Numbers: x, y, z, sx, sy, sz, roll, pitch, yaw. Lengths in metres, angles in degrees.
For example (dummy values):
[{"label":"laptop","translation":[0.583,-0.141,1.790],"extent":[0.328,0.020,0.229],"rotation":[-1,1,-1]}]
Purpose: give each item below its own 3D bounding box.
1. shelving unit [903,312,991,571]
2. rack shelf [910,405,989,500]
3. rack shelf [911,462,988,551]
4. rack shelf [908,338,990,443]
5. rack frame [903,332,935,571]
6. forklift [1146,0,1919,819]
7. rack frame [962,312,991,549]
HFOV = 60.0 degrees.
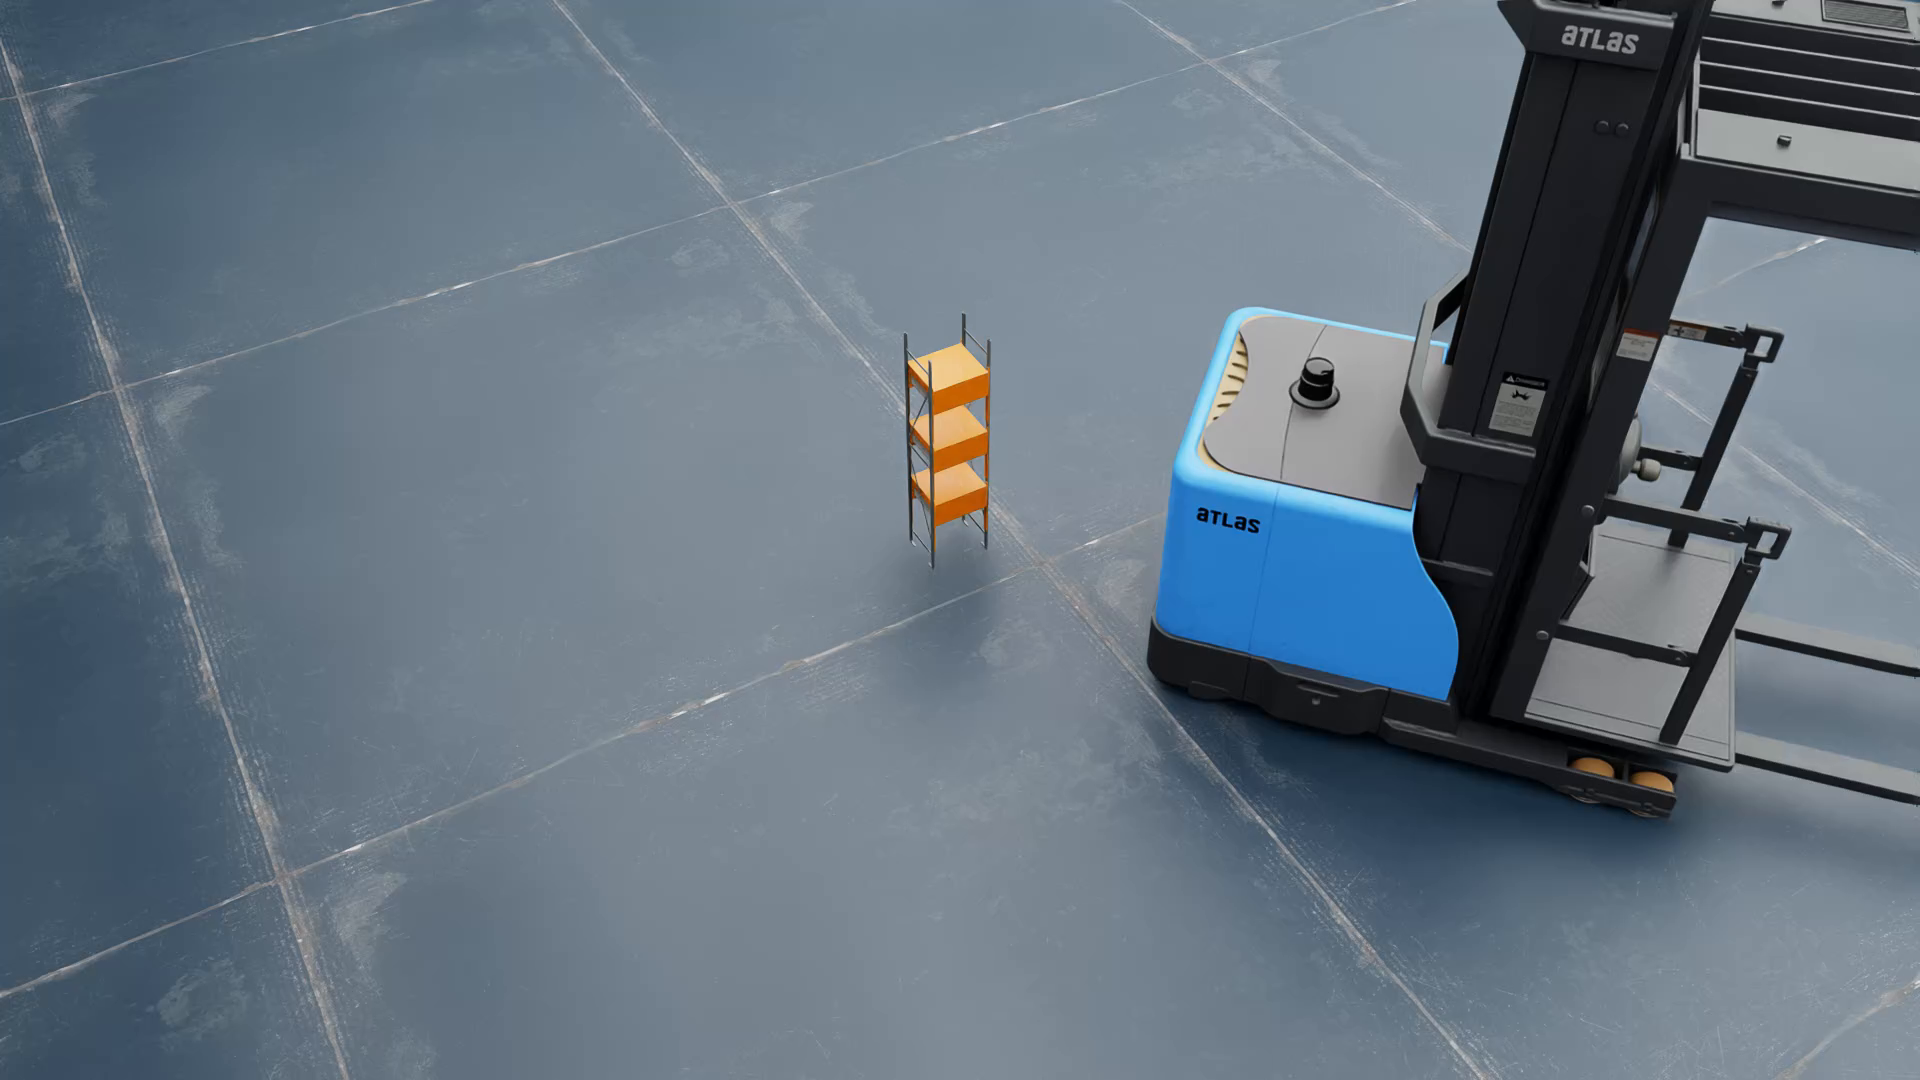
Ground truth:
[{"label":"shelving unit","translation":[-0.046,-0.358,6.365],"extent":[0.252,1.050,0.215],"rotation":[-22,48,-21]},{"label":"rack shelf","translation":[-0.046,-0.351,6.373],"extent":[0.240,0.259,0.215],"rotation":[-22,48,-21]},{"label":"rack shelf","translation":[-0.046,-0.151,6.566],"extent":[0.240,0.259,0.215],"rotation":[-22,48,-21]},{"label":"rack shelf","translation":[-0.046,-0.554,6.175],"extent":[0.240,0.259,0.215],"rotation":[-22,48,-21]},{"label":"rack frame","translation":[-0.152,-0.316,6.322],"extent":[0.008,1.050,0.200],"rotation":[-22,48,-21]},{"label":"forklift","translation":[2.268,-0.510,5.171],"extent":[3.031,2.935,1.130],"rotation":[13,46,13]},{"label":"rack frame","translation":[0.059,-0.401,6.409],"extent":[0.008,1.050,0.200],"rotation":[-22,48,-21]}]
